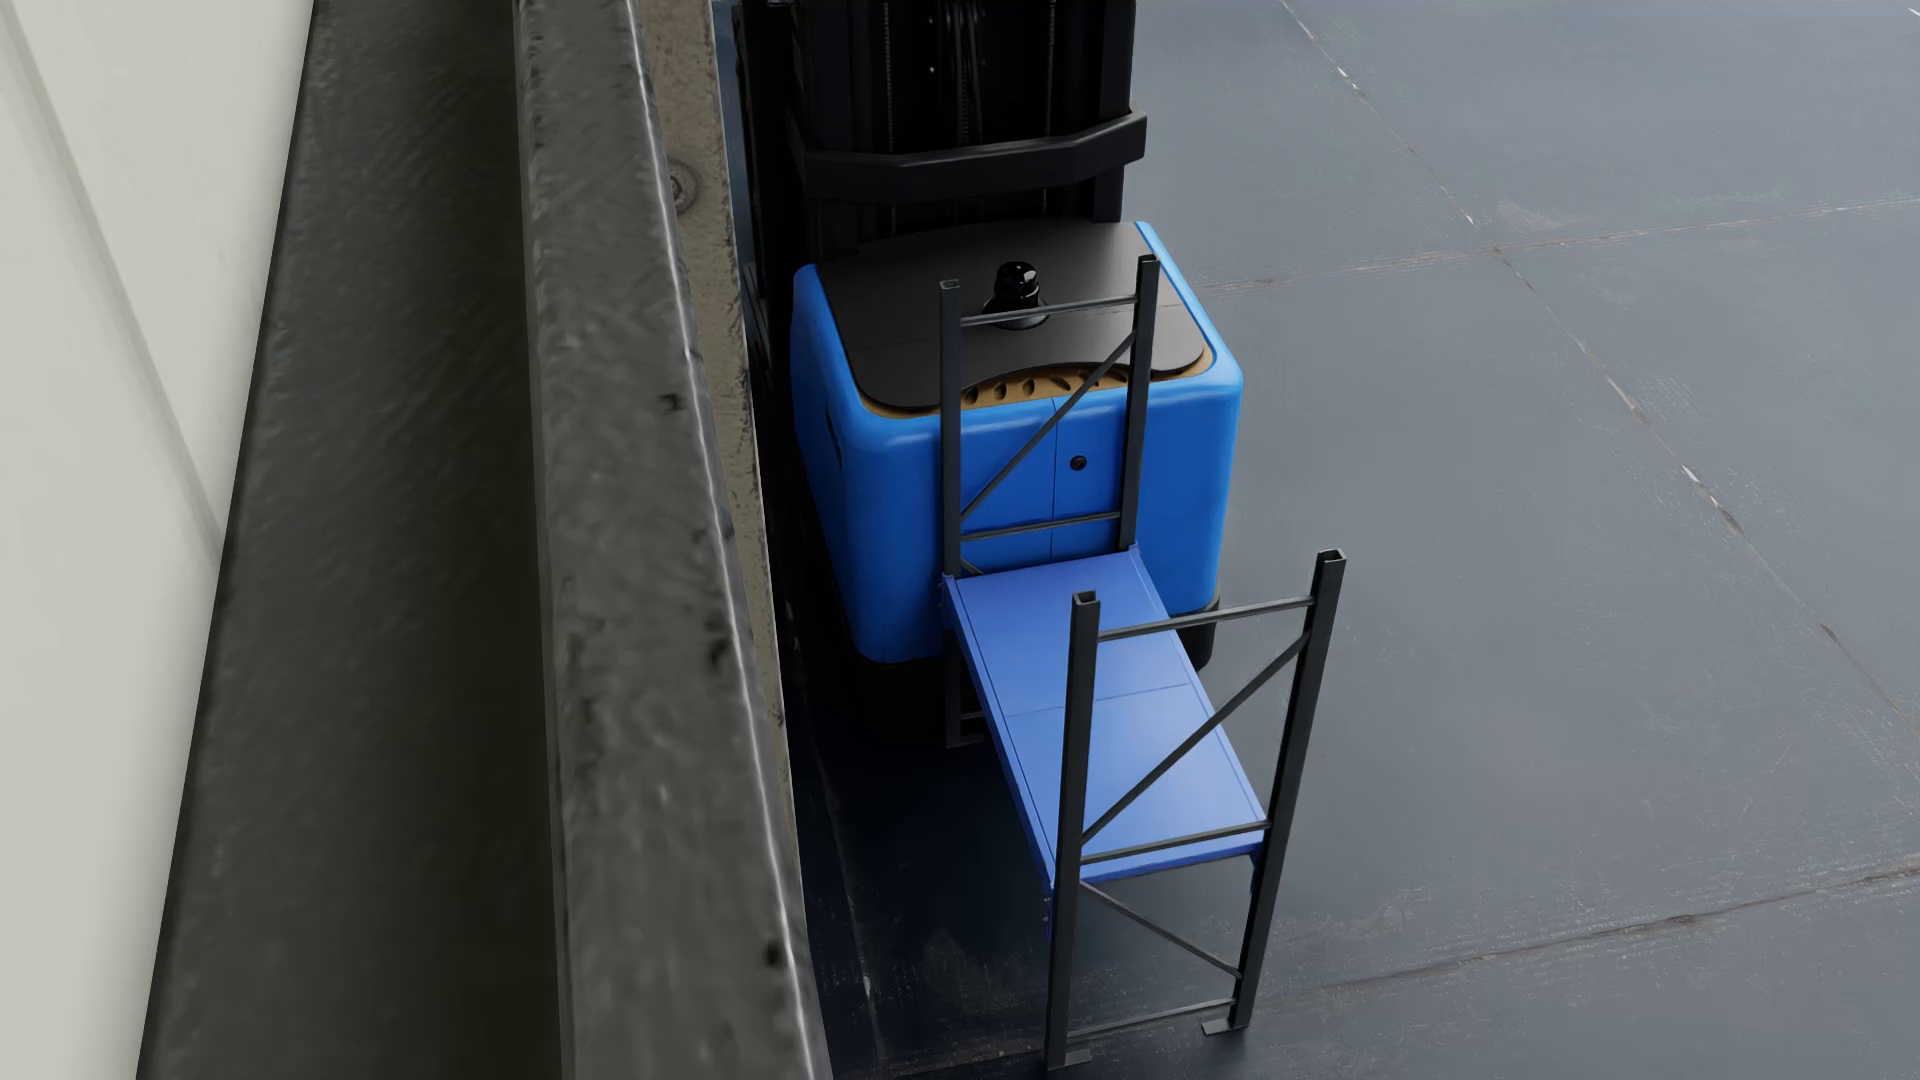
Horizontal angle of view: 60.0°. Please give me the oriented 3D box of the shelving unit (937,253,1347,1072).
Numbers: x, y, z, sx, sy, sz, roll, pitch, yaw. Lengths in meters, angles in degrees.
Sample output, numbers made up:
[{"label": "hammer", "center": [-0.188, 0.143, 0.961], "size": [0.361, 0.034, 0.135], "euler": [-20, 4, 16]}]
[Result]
[{"label": "shelving unit", "center": [0.321, 0.296, 3.787], "size": [0.538, 1.500, 1.048], "euler": [-9, 42, -10]}]

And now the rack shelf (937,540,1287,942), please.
[{"label": "rack shelf", "center": [0.321, 0.431, 3.906], "size": [0.538, 0.185, 1.000], "euler": [-9, 42, -10]}]

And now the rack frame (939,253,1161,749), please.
[{"label": "rack frame", "center": [0.200, -0.032, 4.156], "size": [0.500, 1.500, 0.032], "euler": [-9, 42, -10]}]

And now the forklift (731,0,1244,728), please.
[{"label": "forklift", "center": [-0.122, -1.571, 4.812], "size": [1.130, 2.935, 3.031], "euler": [-9, 42, -10]}]

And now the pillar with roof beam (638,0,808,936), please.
[{"label": "pillar with roof beam", "center": [3.726, -2.694, 1.507], "size": [9.100, 9.000, 0.400], "euler": [-8, 42, -9]}]

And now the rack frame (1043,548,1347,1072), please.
[{"label": "rack frame", "center": [0.441, 0.624, 3.417], "size": [0.500, 1.500, 0.032], "euler": [-9, 42, -10]}]
